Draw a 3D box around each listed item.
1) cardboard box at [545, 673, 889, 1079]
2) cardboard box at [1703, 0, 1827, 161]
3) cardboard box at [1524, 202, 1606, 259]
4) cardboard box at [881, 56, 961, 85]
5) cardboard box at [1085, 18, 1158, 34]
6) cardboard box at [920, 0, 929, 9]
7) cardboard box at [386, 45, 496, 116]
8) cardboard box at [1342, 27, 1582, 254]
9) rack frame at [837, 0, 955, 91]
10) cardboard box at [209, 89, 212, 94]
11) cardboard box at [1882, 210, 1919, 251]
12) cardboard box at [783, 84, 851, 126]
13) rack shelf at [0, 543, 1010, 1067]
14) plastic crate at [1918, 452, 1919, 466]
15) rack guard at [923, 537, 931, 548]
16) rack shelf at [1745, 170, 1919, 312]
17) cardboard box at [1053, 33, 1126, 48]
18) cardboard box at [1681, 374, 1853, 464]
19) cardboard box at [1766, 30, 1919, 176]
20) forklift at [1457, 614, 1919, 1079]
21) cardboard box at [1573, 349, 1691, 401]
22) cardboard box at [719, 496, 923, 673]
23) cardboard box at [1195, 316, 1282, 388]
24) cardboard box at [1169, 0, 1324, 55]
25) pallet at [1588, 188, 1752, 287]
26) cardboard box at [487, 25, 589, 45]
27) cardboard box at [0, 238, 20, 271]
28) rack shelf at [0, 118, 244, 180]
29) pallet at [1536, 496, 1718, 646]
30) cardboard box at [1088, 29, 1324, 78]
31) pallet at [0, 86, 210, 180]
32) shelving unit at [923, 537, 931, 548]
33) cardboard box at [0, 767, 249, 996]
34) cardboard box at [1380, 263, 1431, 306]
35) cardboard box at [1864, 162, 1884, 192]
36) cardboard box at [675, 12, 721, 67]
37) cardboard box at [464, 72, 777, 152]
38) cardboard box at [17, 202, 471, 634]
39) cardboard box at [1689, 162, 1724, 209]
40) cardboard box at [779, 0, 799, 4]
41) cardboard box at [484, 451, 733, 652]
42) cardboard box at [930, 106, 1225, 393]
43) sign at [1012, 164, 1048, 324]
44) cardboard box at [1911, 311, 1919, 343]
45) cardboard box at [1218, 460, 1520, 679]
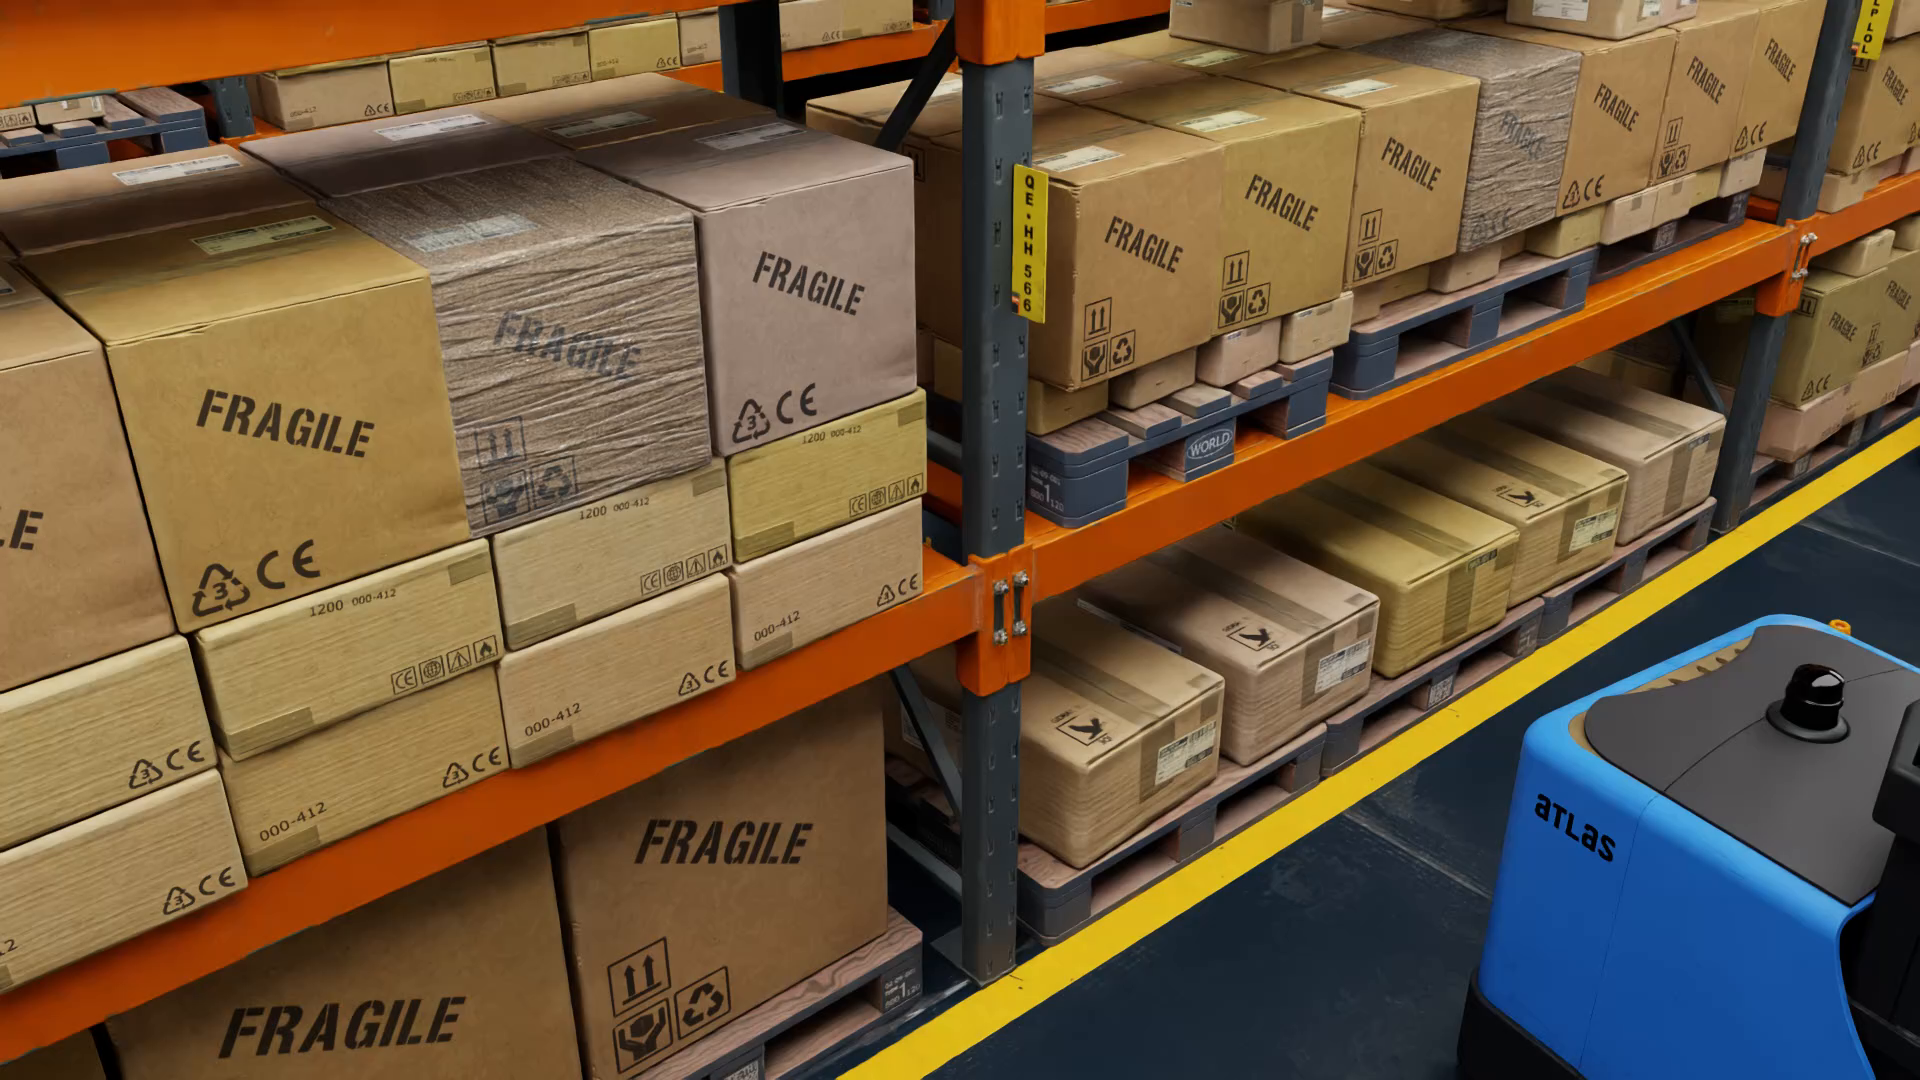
[{"bbox_3d":[-0.796,0.625,4.207,0.875,0.875,0.875,-22,35,-35],"label":"cardboard box"},{"bbox_3d":[2.624,-1.669,5.823,0.500,0.500,0.500,-23,36,-36],"label":"cardboard box"},{"bbox_3d":[1.829,-1.043,5.340,0.250,0.149,0.380,-22,35,-35],"label":"cardboard box"},{"bbox_3d":[-0.149,-2.944,10.487,0.500,0.250,0.500,-21,35,-34],"label":"cardboard box"},{"bbox_3d":[0.997,-3.411,11.361,0.500,0.250,0.500,-23,36,-36],"label":"cardboard box"},{"bbox_3d":[0.109,-3.397,9.818,0.500,0.500,0.500,-23,36,-36],"label":"cardboard box"},{"bbox_3d":[-2.559,-2.221,7.883,0.500,0.250,0.500,-23,36,-36],"label":"cardboard box"},{"bbox_3d":[1.453,-1.201,4.947,0.500,0.500,0.500,-23,36,-37],"label":"cardboard box"},{"bbox_3d":[-0.398,-3.311,9.762,0.127,3.000,1.000,-22,35,-35],"label":"rack frame"},{"bbox_3d":[-3.265,-2.250,7.937,0.500,0.250,0.500,-23,36,-36],"label":"cardboard box"},{"bbox_3d":[3.974,-1.380,7.137,0.250,0.149,0.380,-20,34,-33],"label":"cardboard box"},{"bbox_3d":[-0.788,-2.285,9.917,0.625,0.625,0.875,-20,34,-33],"label":"cardboard box"},{"bbox_3d":[-1.738,0.621,3.169,4.000,0.370,1.077,-22,35,-35],"label":"rack shelf"},{"bbox_3d":[4.553,-0.431,7.471,0.402,0.080,0.583,15,32,26],"label":"plastic crate"},{"bbox_3d":[-0.321,0.019,6.450,0.087,0.250,0.587,-22,35,-35],"label":"rack guard"},{"bbox_3d":[4.348,-1.827,7.749,4.000,0.370,1.077,-22,35,-35],"label":"rack shelf"},{"bbox_3d":[0.940,-3.069,10.721,0.500,0.250,0.500,-21,34,-33],"label":"cardboard box"},{"bbox_3d":[3.451,-0.588,7.140,0.500,0.250,0.500,-24,36,-37],"label":"cardboard box"},{"bbox_3d":[3.342,-1.742,6.405,0.500,0.500,0.500,-22,35,-35],"label":"cardboard box"},{"bbox_3d":[2.463,0.526,2.657,1.130,2.935,3.031,-17,32,-28],"label":"forklift"},{"bbox_3d":[3.102,-0.782,7.502,0.500,0.250,0.500,-20,34,-33],"label":"cardboard box"},{"bbox_3d":[-0.433,0.006,3.716,0.500,0.250,0.500,-23,36,-37],"label":"cardboard box"},{"bbox_3d":[0.626,-0.557,4.431,0.250,0.149,0.380,-25,37,-38],"label":"cardboard box"},{"bbox_3d":[0.845,-1.557,4.925,0.250,0.149,0.380,-24,36,-37],"label":"cardboard box"},{"bbox_3d":[2.151,-1.266,6.140,1.213,0.211,1.003,-22,35,-35],"label":"pallet"},{"bbox_3d":[-2.153,-2.596,8.054,0.500,0.250,0.500,-23,36,-36],"label":"cardboard box"},{"bbox_3d":[-1.911,-0.269,2.904,0.500,0.500,0.500,-21,35,-34],"label":"cardboard box"},{"bbox_3d":[-4.962,-1.158,6.497,4.000,0.370,1.077,-22,35,-35],"label":"rack shelf"},{"bbox_3d":[2.235,-0.063,6.645,1.213,0.211,1.003,-22,35,-35],"label":"pallet"},{"bbox_3d":[0.718,-1.225,4.992,0.500,0.500,0.500,-25,37,-38],"label":"cardboard box"},{"bbox_3d":[-3.911,-1.770,7.083,1.003,0.211,1.213,-22,35,-35],"label":"pallet"},{"bbox_3d":[0.058,-0.685,6.440,1.083,1.500,0.587,-22,35,-35],"label":"shelving unit"},{"bbox_3d":[-1.574,0.482,2.825,0.500,0.250,0.500,-23,35,-36],"label":"cardboard box"},{"bbox_3d":[1.171,-0.836,4.953,0.250,0.149,0.380,-20,34,-33],"label":"cardboard box"},{"bbox_3d":[3.433,-1.498,6.638,0.250,0.149,0.380,-21,34,-34],"label":"cardboard box"},{"bbox_3d":[-1.388,-2.700,8.779,0.500,0.250,0.500,-22,35,-35],"label":"cardboard box"},{"bbox_3d":[-0.750,-0.730,3.767,0.500,0.500,0.500,-23,36,-36],"label":"cardboard box"},{"bbox_3d":[-1.207,-0.232,2.835,0.500,0.500,0.500,-22,35,-35],"label":"cardboard box"},{"bbox_3d":[2.402,-1.276,5.776,0.250,0.149,0.380,-23,36,-36],"label":"cardboard box"},{"bbox_3d":[-0.992,-3.063,8.928,0.500,0.250,0.500,-23,36,-36],"label":"cardboard box"},{"bbox_3d":[-0.808,-0.065,3.318,0.500,0.250,0.500,-23,36,-36],"label":"cardboard box"},{"bbox_3d":[0.276,-0.724,4.054,0.500,0.500,0.500,-23,36,-36],"label":"cardboard box"},{"bbox_3d":[0.146,-0.621,3.501,0.005,0.325,0.100,-22,35,-35],"label":"sign"},{"bbox_3d":[4.246,-1.245,7.573,0.500,0.500,0.500,-20,34,-32],"label":"cardboard box"},{"bbox_3d":[1.357,0.038,5.840,0.625,0.372,0.950,-21,34,-33],"label":"cardboard box"}]
